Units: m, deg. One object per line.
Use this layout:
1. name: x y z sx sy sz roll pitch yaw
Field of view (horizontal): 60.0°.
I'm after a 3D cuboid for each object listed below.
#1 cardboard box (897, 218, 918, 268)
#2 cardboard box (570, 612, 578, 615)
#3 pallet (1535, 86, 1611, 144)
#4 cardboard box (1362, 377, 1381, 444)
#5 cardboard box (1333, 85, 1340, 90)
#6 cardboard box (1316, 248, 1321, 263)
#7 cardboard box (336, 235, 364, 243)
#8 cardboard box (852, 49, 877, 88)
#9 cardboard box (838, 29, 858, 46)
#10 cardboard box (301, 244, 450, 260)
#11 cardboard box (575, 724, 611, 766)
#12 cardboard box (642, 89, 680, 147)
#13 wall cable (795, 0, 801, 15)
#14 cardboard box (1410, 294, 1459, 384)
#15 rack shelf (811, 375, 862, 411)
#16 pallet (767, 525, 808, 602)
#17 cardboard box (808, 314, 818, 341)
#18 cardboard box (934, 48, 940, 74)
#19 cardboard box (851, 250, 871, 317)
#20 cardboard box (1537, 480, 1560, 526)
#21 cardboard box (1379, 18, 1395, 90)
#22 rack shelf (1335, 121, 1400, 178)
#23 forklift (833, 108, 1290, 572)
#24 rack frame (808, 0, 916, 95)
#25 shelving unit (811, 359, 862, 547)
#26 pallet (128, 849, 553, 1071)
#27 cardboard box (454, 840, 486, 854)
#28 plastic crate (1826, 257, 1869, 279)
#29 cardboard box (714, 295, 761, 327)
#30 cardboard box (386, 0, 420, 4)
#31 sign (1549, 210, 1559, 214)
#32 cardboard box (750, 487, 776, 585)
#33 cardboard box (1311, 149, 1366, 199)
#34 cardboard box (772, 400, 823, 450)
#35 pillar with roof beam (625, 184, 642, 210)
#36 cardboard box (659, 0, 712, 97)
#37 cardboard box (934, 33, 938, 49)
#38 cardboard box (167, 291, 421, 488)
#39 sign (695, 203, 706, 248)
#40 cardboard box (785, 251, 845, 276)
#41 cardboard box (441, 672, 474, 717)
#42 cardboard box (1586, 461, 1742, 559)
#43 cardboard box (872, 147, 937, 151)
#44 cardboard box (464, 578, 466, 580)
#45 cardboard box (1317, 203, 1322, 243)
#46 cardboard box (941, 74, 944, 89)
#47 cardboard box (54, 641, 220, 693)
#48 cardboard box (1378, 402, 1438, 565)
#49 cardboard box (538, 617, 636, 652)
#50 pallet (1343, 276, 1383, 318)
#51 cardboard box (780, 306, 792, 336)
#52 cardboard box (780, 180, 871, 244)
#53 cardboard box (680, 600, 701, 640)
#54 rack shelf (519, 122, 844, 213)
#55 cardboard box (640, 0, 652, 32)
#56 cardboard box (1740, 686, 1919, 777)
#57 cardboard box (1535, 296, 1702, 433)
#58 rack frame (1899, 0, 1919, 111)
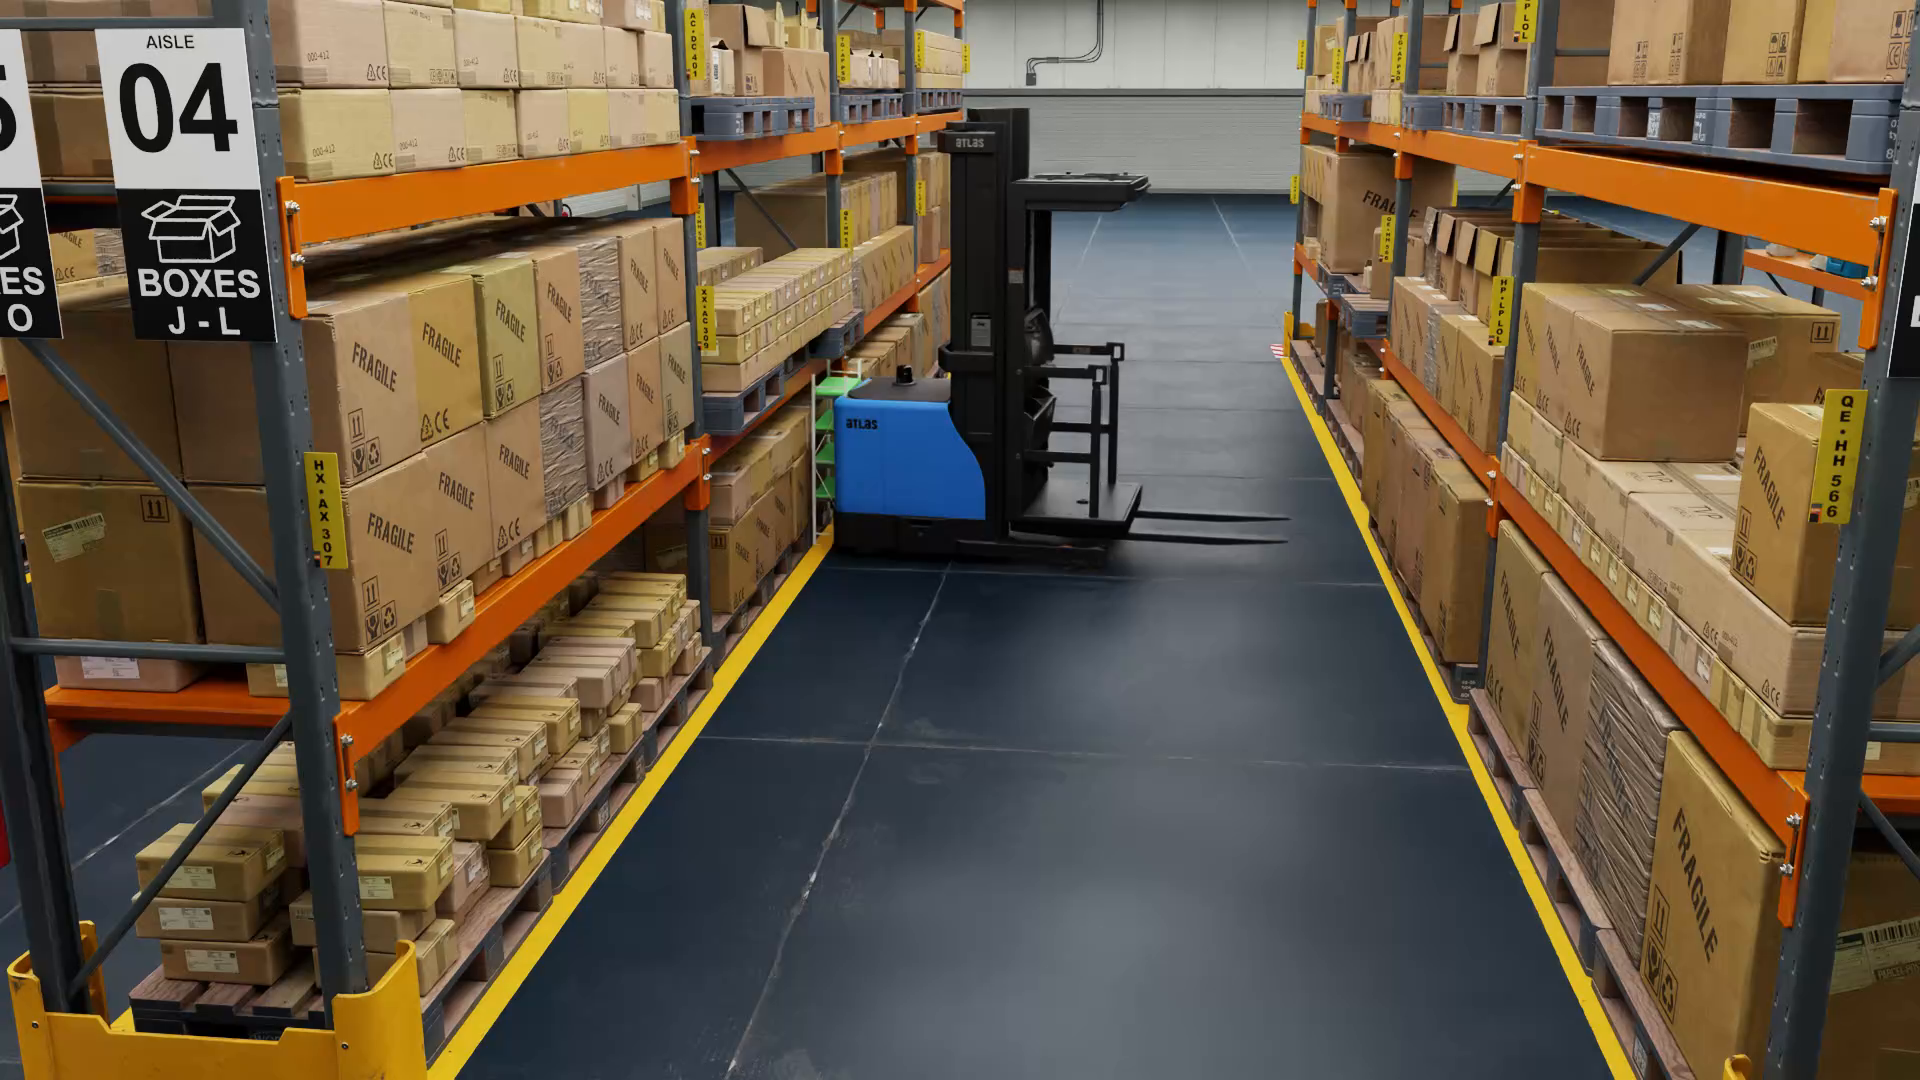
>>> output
1. cardboard box: -0.893 -2.958 16.567 0.875 0.550 0.550 2 15 6
2. cardboard box: -2.185 0.400 8.524 0.380 0.149 0.250 2 15 9
3. pallet: 2.988 -1.736 6.757 1.003 0.211 1.213 2 15 6
4. cardboard box: 3.705 -1.051 13.749 0.700 0.500 0.500 3 15 11
5. cardboard box: 3.807 -4.412 16.010 0.380 0.149 0.250 1 15 3
6. cardboard box: 3.910 -2.949 17.302 0.380 0.149 0.250 2 15 6
7. cardboard box: -5.796 -2.915 15.129 0.500 0.500 0.500 2 15 8
8. cardboard box: -0.960 -3.852 13.590 0.500 0.311 0.500 1 15 5
9. cardboard box: -1.199 -4.856 16.086 0.380 0.149 0.250 2 15 6
10. cardboard box: -2.309 -0.881 6.499 0.500 0.500 0.500 1 15 4
11. cardboard box: -1.744 0.905 7.227 0.380 0.149 0.250 2 15 7
12. cardboard box: -1.613 -1.955 7.686 0.500 0.250 0.500 2 15 8
13. wall cable: -3.589 -16.199 50.603 3.097 2.526 0.112 2 15 6
14. cardboard box: 3.107 -1.243 10.321 0.500 0.500 0.500 1 15 5
15. rack shelf: -0.842 -1.000 11.381 0.258 0.148 0.480 4 18 7
16. pallet: -1.604 0.112 10.843 1.003 0.211 1.213 2 15 6
17. cardboard box: -1.123 -1.359 10.620 0.380 0.149 0.250 2 15 8
18. cardboard box: -0.478 -4.940 17.159 0.500 0.250 0.500 2 15 6
19. cardboard box: -1.001 -2.041 13.271 0.500 0.500 0.500 2 15 6
20. cardboard box: 2.640 -0.149 6.949 0.380 0.149 0.250 1 15 5
21. cardboard box: 3.395 -3.582 12.266 0.500 0.500 0.500 2 15 6
22. rack shelf: 3.768 -3.199 13.378 1.077 0.370 4.000 2 15 6
23. forklift: 0.714 -1.356 11.060 3.031 2.935 1.130 3 15 11
24. rack frame: -0.923 -5.685 15.448 1.000 3.000 0.127 2 15 6
25. shelving unit: -0.851 -0.605 11.511 0.258 1.200 0.503 4 18 7
26. pallet: -2.142 1.440 5.934 1.003 0.211 1.213 2 15 6
27. cardboard box: -1.936 1.089 5.975 0.380 0.149 0.250 2 15 7
28. plastic crate: 8.770 -2.695 16.165 0.499 0.251 0.616 2 15 6
29. cardboard box: -1.299 -1.244 9.054 0.380 0.149 0.250 2 15 8
30. cardboard box: -1.865 -1.698 5.013 0.380 0.149 0.250 2 15 6
31. sign: 4.094 -2.123 11.549 0.100 0.325 0.005 2 15 6
32. cardboard box: -1.421 -0.032 10.017 0.500 0.500 0.500 2 15 9
33. cardboard box: 3.944 -3.805 17.312 0.500 0.500 0.500 2 15 6
34. cardboard box: -1.237 -0.794 11.398 0.500 0.250 0.500 2 15 7
35. pillar with roof beam: -4.322 -12.931 42.246 9.100 9.000 0.400 2 15 6
36. cardboard box: -1.674 -2.509 8.450 0.700 0.500 0.500 2 15 6
37. cardboard box: -0.431 -5.101 16.991 0.380 0.149 0.250 2 15 7
38. cardboard box: -1.963 -0.460 4.941 0.500 0.500 0.500 2 15 6
39. sign: -1.926 -2.326 12.301 0.100 0.325 0.005 2 15 6
40. cardboard box: -1.005 -1.915 11.534 0.380 0.149 0.250 2 15 6
41. cardboard box: -2.272 0.660 6.994 0.380 0.149 0.250 2 15 7
42. cardboard box: 2.600 -0.108 6.033 0.500 0.250 0.500 2 15 6
43. cardboard box: -0.552 -4.325 19.556 0.875 0.550 0.550 2 15 6
44. cardboard box: -1.951 0.163 5.794 0.380 0.149 0.250 2 15 9
45. cardboard box: 4.319 -3.443 17.887 0.875 0.500 0.500 2 15 6
46. cardboard box: -0.373 -4.846 17.576 0.380 0.149 0.250 2 15 7
47. cardboard box: -2.521 0.351 5.098 0.380 0.149 0.250 2 15 6
48. cardboard box: 3.336 -0.347 10.466 1.225 0.875 0.875 2 15 6
49. cardboard box: -1.725 0.469 7.699 0.380 0.149 0.250 2 15 8
50. pallet: 3.725 -2.002 13.686 1.003 0.211 1.213 2 15 6
51. cardboard box: -1.211 -1.300 9.830 0.380 0.149 0.250 2 15 9
52. cardboard box: -1.145 -2.796 14.149 0.700 0.500 0.500 2 15 6
53. cardboard box: -1.545 0.406 8.500 0.380 0.149 0.250 2 15 7
54. rack shelf: -1.600 -2.334 10.179 1.077 0.370 4.000 2 15 6
55. cardboard box: -1.609 -2.366 7.484 0.380 0.149 0.250 2 15 8
56. cardboard box: 2.353 0.514 4.495 0.380 0.149 0.250 2 15 7
57. cardboard box: 2.720 -0.731 6.901 0.500 0.500 0.500 2 15 6
58. rack frame: 2.640 -2.401 3.301 1.000 3.000 0.127 2 15 6
